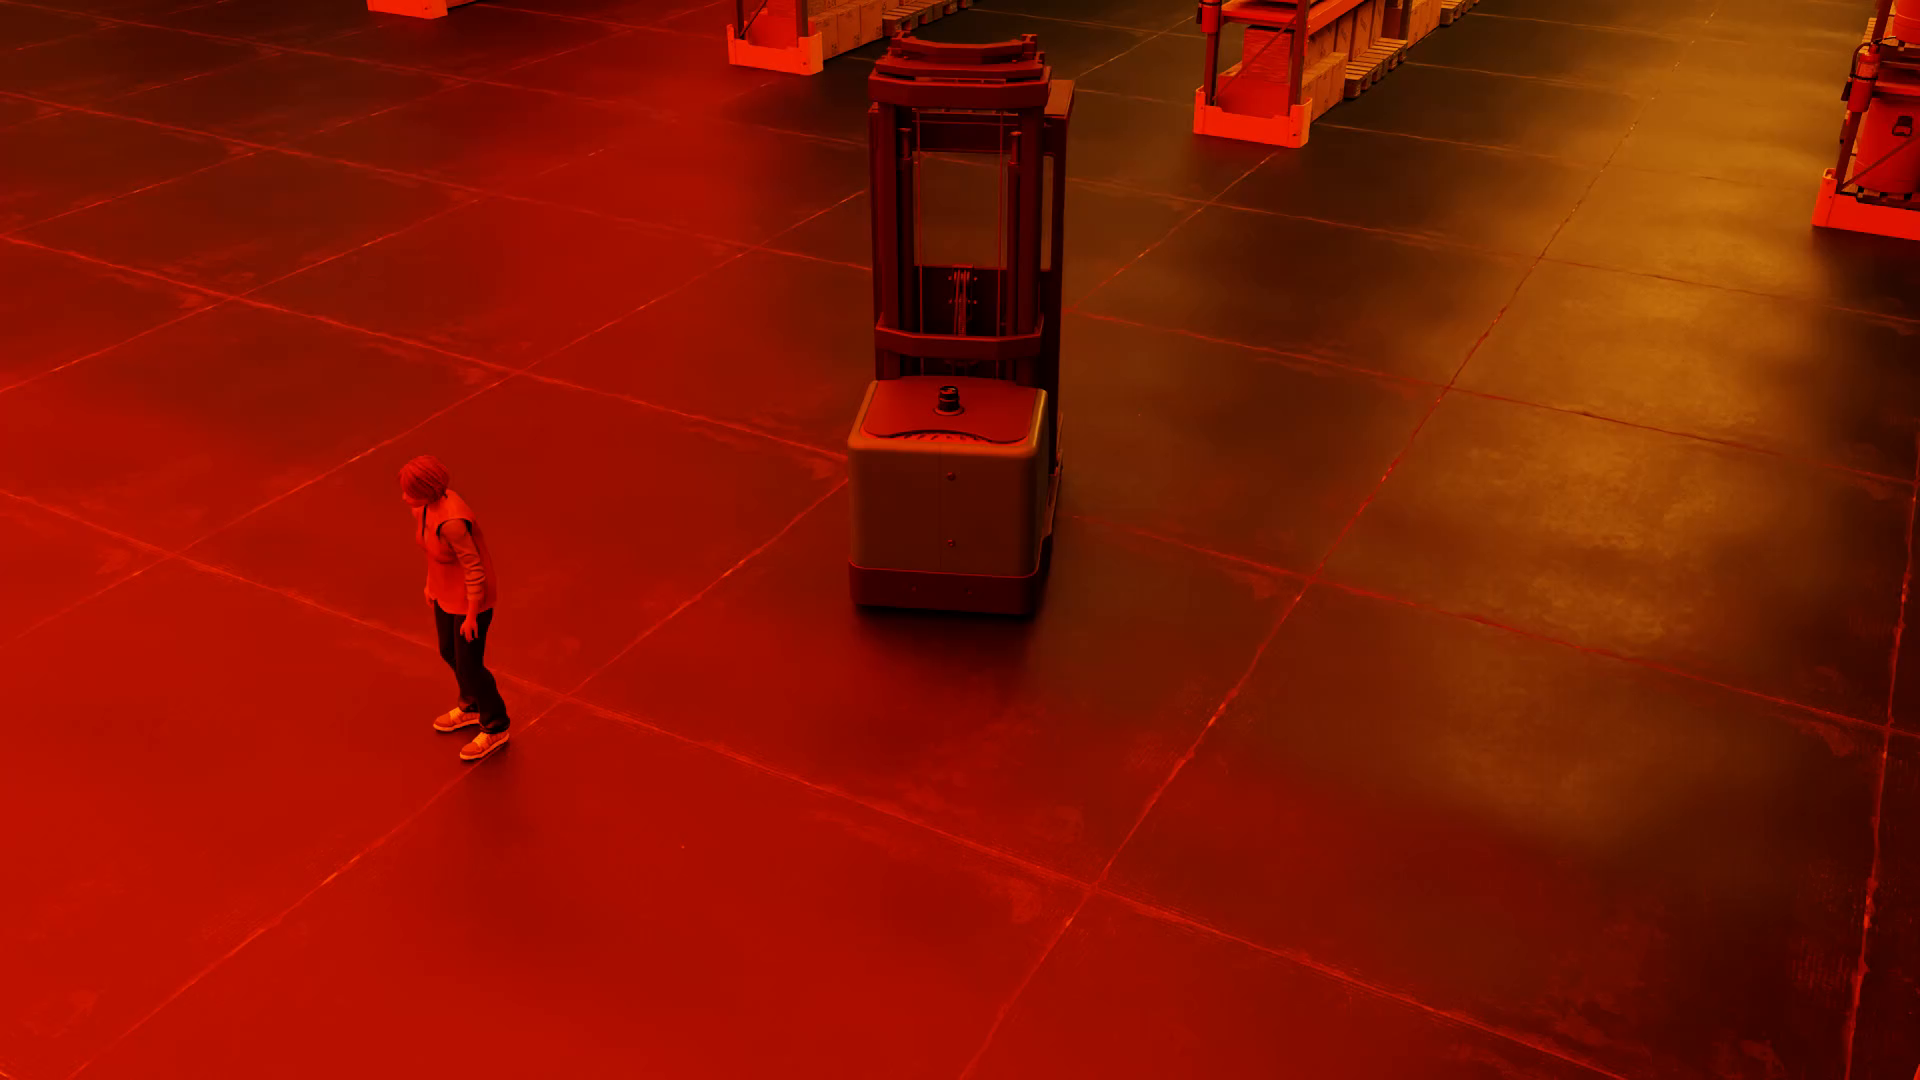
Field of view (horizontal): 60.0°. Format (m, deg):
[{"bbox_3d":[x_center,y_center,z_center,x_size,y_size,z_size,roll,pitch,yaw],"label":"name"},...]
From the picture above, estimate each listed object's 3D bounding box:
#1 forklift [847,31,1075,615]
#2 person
[{"bbox_3d":[0.072,-1.572,9.794,1.130,2.935,3.031,3,30,6],"label":"forklift"},{"bbox_3d":[-2.385,0.297,7.896,0.346,1.593,0.478,-22,37,-34],"label":"person"}]
